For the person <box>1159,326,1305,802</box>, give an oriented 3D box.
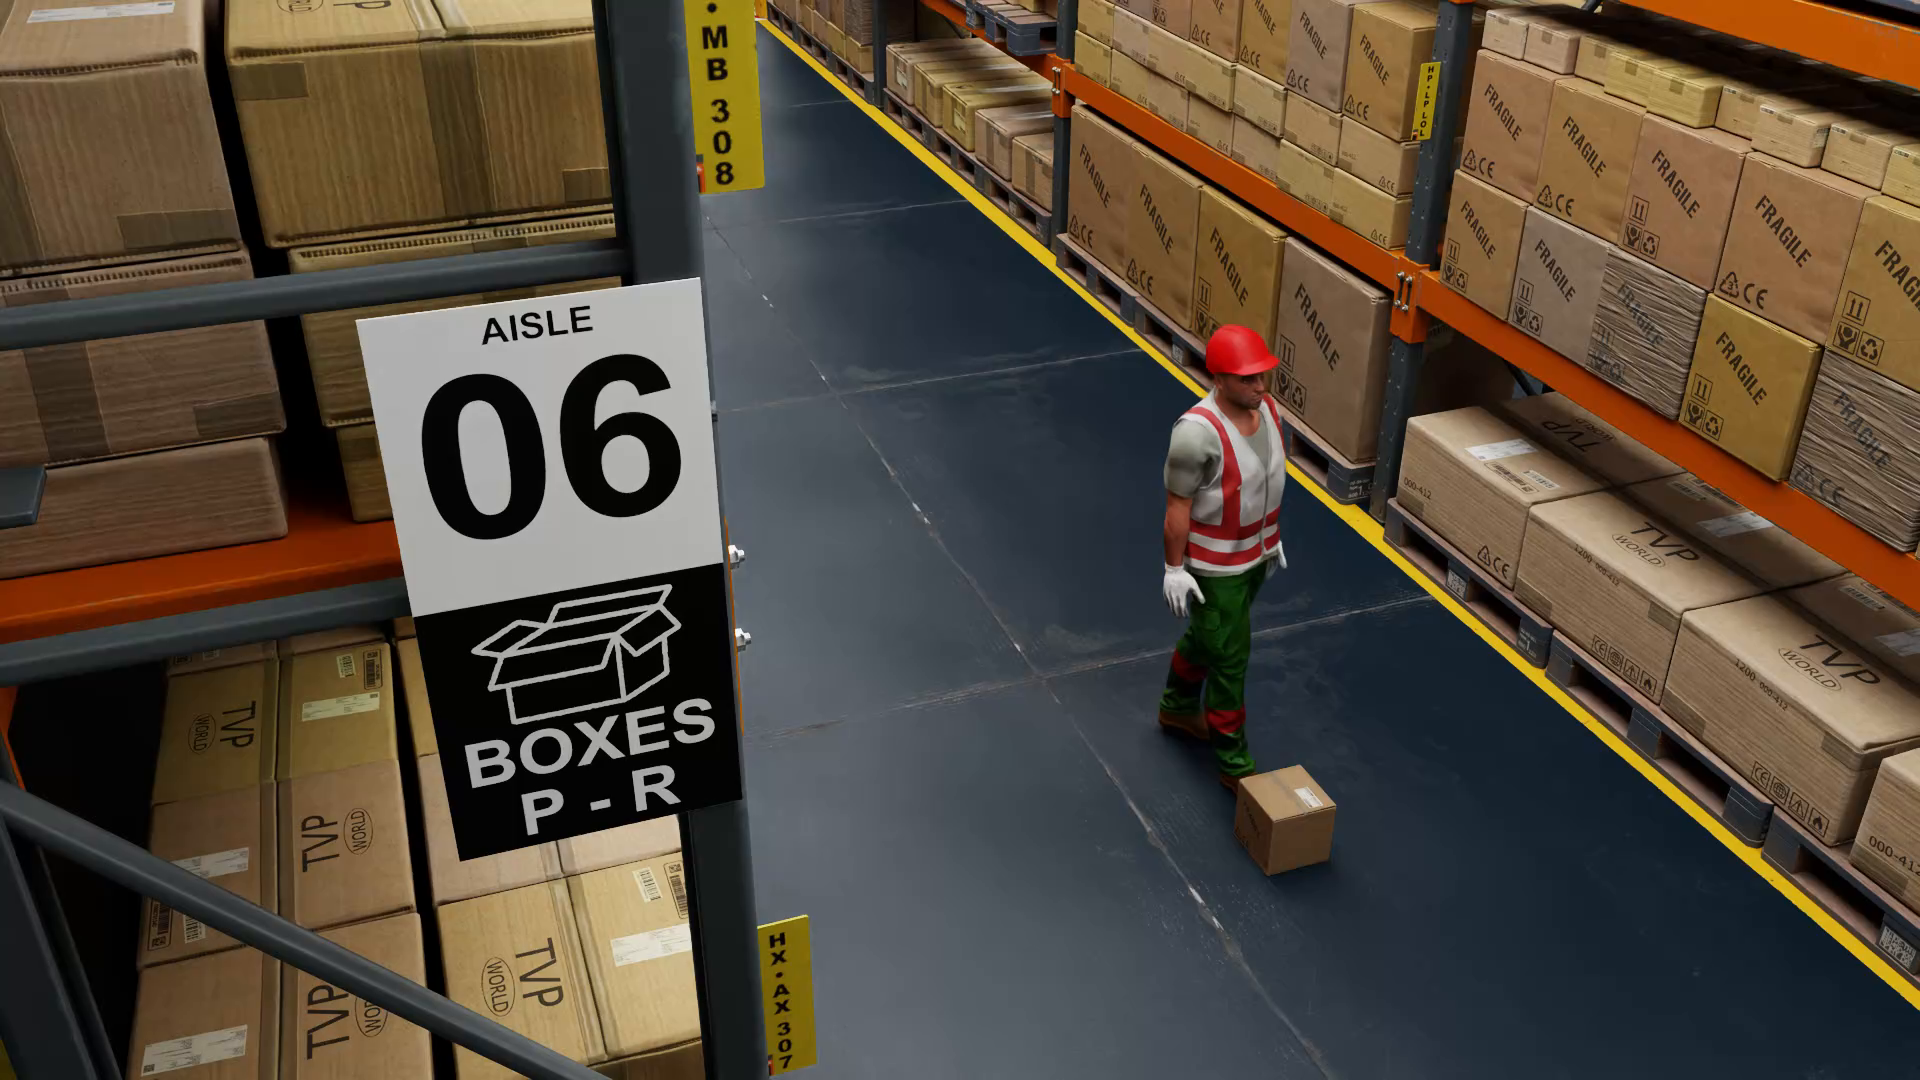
[{"bbox_3d":[0.981,0.082,5.938,0.584,1.794,0.487,-18,34,-28],"label":"person"}]
